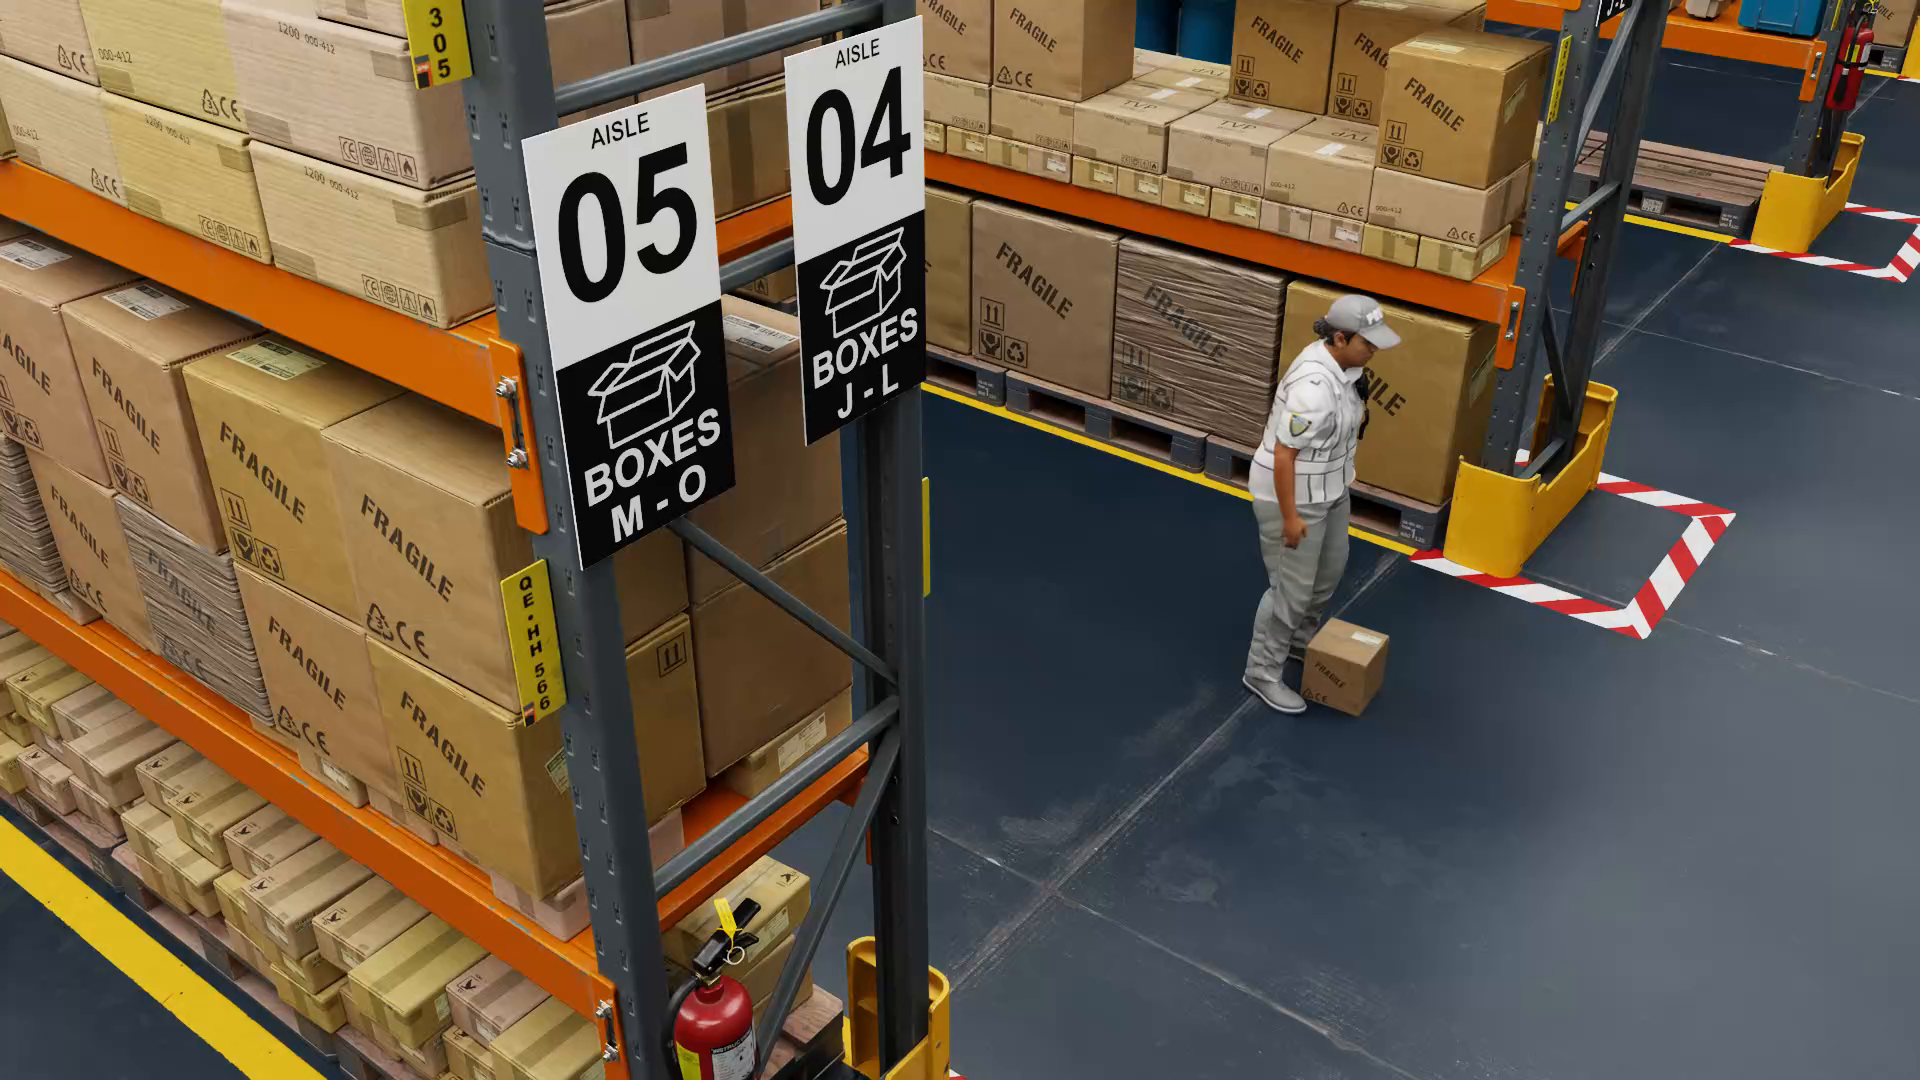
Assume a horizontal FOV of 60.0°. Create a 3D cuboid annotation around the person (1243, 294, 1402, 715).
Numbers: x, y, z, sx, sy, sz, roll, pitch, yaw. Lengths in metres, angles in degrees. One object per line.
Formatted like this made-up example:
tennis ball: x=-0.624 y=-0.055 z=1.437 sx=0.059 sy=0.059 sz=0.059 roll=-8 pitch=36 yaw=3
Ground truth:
person: x=1.361 y=-0.164 z=6.401 sx=0.468 sy=1.664 sz=0.552 roll=19 pitch=36 yaw=29
